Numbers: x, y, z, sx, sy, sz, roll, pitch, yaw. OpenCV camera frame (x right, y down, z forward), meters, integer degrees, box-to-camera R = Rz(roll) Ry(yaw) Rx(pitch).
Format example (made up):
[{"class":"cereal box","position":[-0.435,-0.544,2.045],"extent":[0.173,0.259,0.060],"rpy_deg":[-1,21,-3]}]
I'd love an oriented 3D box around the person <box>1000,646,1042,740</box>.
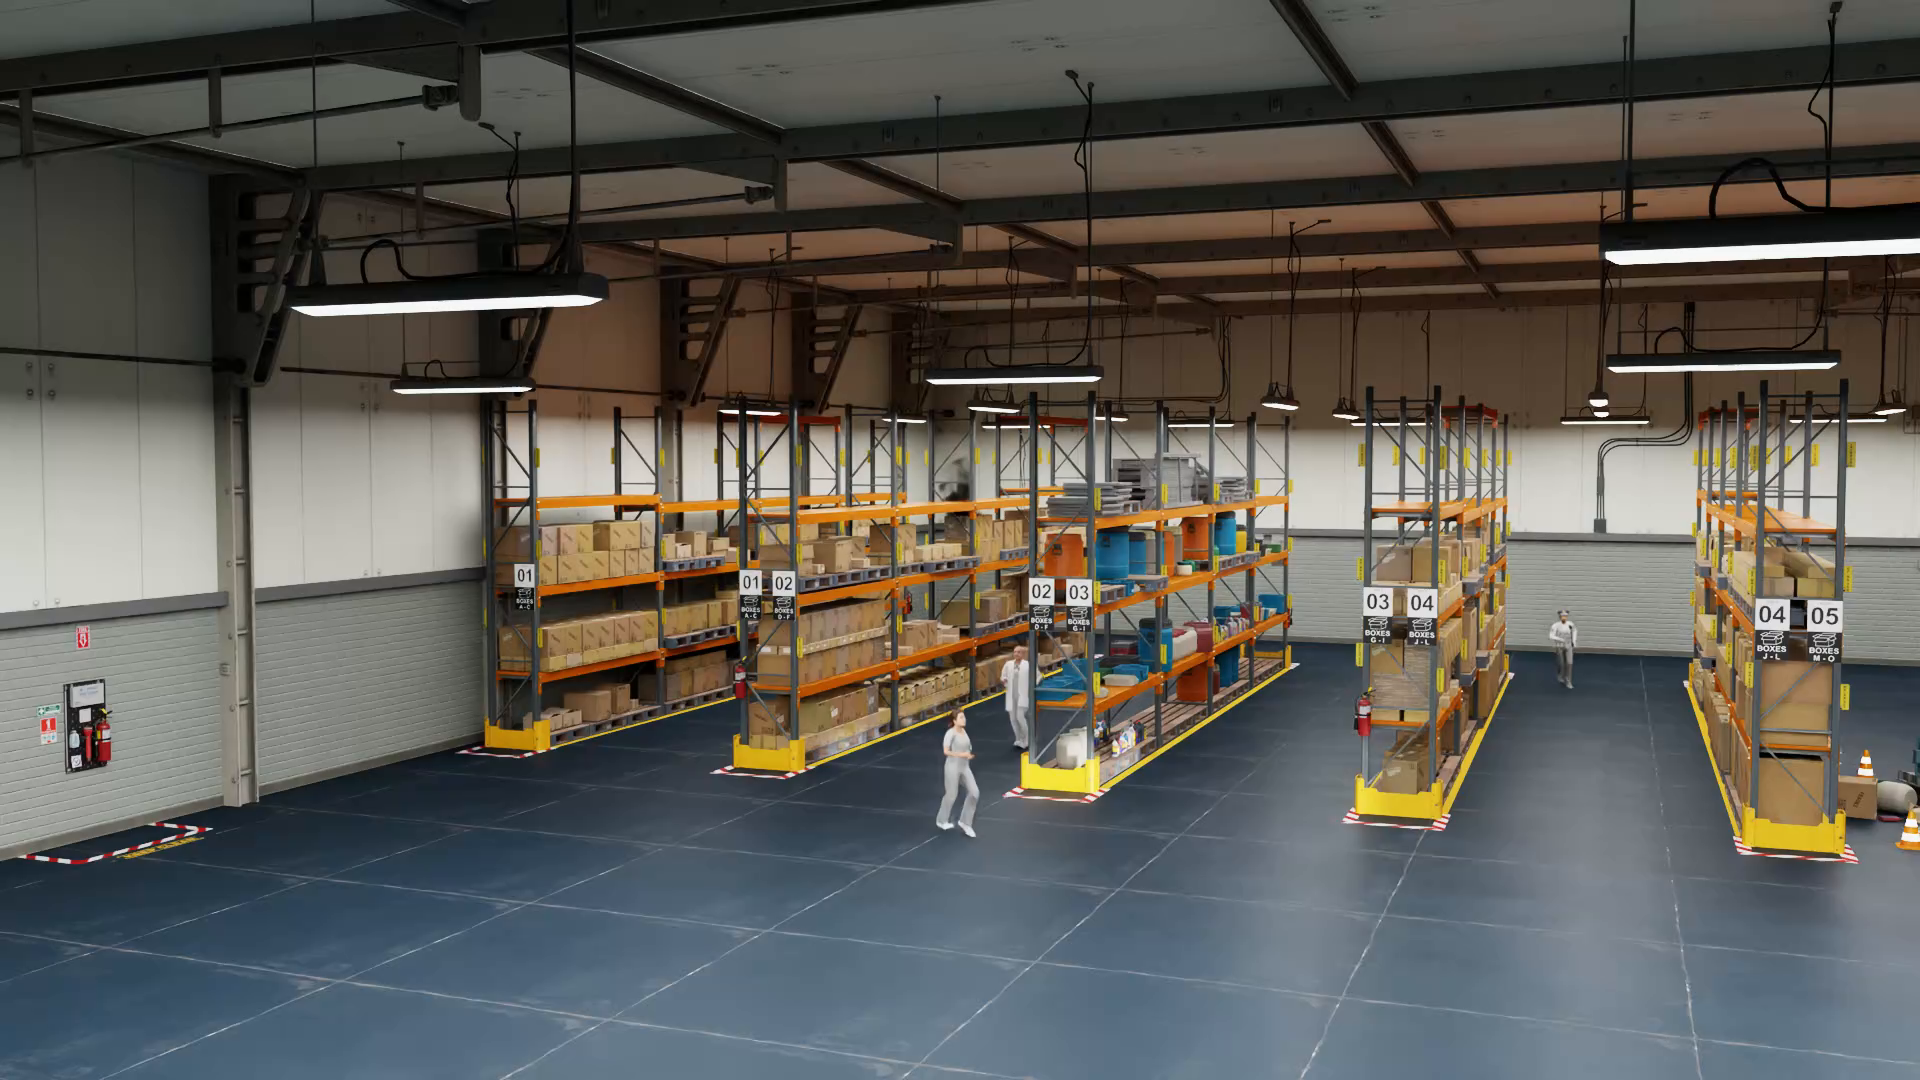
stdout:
[{"class":"person","position":[-5.898,3.348,15.705],"extent":[6.047,1.770,29.738],"rpy_deg":[1,3,22]}]

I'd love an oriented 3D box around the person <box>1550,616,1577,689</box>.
[{"class":"person","position":[13.231,2.391,36.472],"extent":[0.591,1.683,0.895],"rpy_deg":[1,3,13]}]

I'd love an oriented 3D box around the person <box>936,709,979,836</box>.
[{"class":"person","position":[-0.045,3.093,22.074],"extent":[0.723,1.716,0.556],"rpy_deg":[3,4,44]}]
